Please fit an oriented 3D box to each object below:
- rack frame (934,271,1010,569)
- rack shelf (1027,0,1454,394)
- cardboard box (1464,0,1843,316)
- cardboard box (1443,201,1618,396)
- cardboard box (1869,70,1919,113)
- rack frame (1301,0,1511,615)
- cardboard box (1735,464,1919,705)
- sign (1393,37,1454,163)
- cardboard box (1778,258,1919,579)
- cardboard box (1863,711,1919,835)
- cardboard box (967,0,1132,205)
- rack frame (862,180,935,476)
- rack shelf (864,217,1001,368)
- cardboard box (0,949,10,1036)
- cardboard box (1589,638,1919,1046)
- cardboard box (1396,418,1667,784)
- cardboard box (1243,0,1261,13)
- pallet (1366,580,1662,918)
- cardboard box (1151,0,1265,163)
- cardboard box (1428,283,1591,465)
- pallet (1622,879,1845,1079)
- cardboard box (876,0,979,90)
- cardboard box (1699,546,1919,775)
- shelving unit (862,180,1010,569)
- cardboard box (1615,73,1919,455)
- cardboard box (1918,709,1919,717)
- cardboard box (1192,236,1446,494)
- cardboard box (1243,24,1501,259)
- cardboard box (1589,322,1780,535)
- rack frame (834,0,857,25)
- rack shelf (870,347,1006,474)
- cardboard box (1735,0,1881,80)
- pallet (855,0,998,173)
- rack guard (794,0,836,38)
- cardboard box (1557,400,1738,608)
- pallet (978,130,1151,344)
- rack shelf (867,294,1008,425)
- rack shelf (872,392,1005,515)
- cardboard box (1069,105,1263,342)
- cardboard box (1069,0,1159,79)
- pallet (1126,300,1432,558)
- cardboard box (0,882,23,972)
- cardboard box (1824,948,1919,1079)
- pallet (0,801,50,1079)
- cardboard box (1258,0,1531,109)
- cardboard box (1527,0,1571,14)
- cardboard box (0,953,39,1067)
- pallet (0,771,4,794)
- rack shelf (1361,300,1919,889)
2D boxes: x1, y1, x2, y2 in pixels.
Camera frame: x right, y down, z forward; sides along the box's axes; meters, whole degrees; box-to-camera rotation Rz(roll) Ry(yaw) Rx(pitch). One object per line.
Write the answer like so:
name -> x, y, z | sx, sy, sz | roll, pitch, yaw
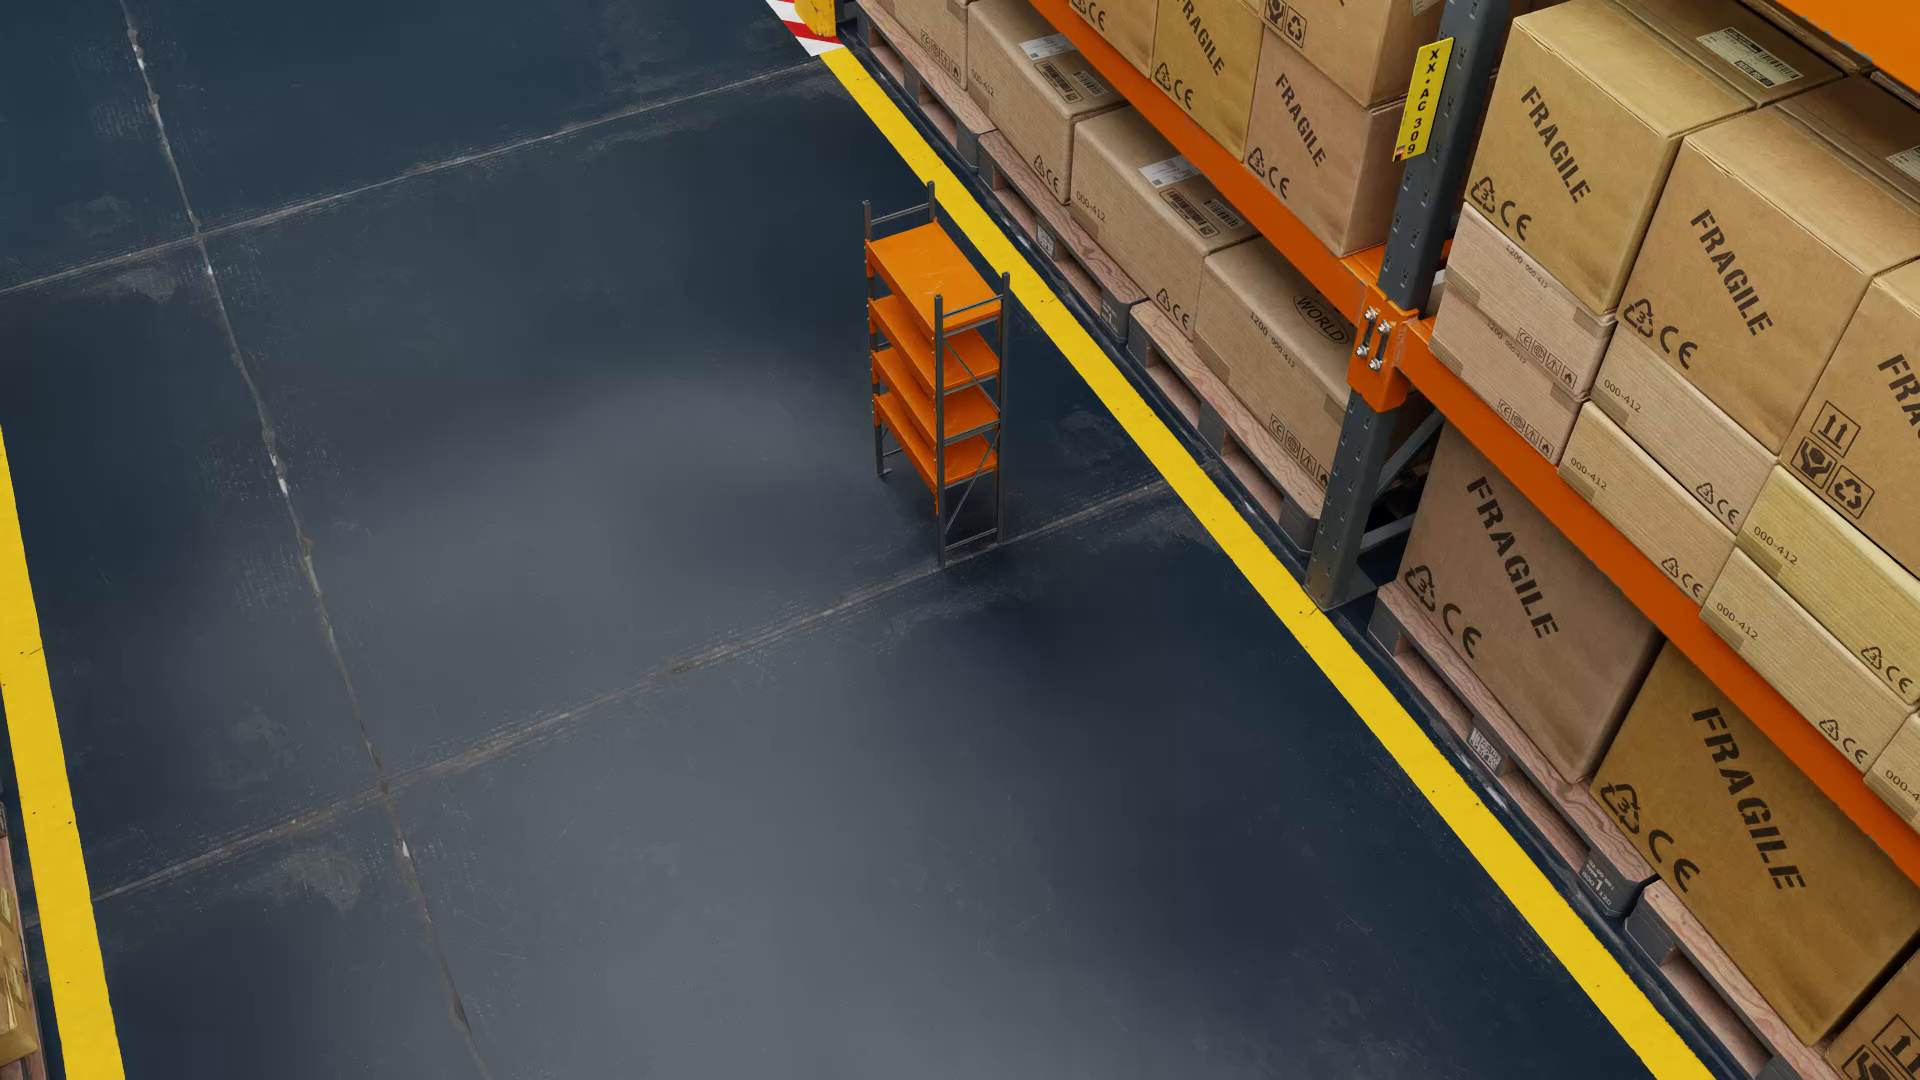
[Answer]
rack frame -> 0.036, -0.342, 5.252 | 0.240, 1.200, 0.015 | -21, 52, -18
rack shelf -> 0.709, -2.055, 6.033 | 1.077, 0.370, 4.000 | -21, 52, -18
cardboard box -> 1.570, -0.922, 3.833 | 0.500, 0.500, 0.500 | -21, 52, -17
cardboard box -> 1.574, -0.677, 4.117 | 0.500, 0.250, 0.500 | -23, 53, -19
cardboard box -> 2.295, -0.759, 3.691 | 0.500, 0.500, 0.500 | -20, 52, -17
rack frame -> 1.624, -0.954, 4.591 | 1.000, 3.000, 0.127 | -21, 52, -18
cardboard box -> 2.045, 0.009, 3.517 | 0.500, 0.250, 0.500 | -21, 52, -17
sign -> 1.131, -1.072, 4.067 | 0.100, 0.325, 0.005 | -21, 52, -18
cardboard box -> 2.054, -0.255, 3.249 | 0.500, 0.500, 0.500 | -22, 52, -18
cardboard box -> 2.270, 0.513, 3.408 | 0.500, 0.250, 0.500 | -22, 52, -18
cardboard box -> 0.611, -1.909, 6.850 | 0.875, 0.438, 0.875 | -20, 52, -17
rack frame -> -0.187, -0.669, 5.538 | 0.240, 1.200, 0.015 | -21, 52, -18
rack shelf -> -0.076, -0.764, 5.099 | 0.258, 0.148, 0.480 | -21, 52, -18
cardboard box -> -2.613, 1.169, 4.152 | 0.380, 0.149, 0.250 | -19, 51, -16
cardboard box -> 2.399, 0.597, 4.368 | 0.875, 0.875, 0.875 | -20, 52, -16
cardboard box -> 1.979, -0.005, 4.894 | 0.875, 0.875, 0.875 | -20, 52, -16
cardboard box -> 0.937, -1.879, 4.670 | 0.500, 0.500, 0.500 | -22, 52, -18
pallet -> 2.044, 0.455, 5.212 | 1.003, 0.211, 1.213 | -21, 52, -18
cardboard box -> 0.944, -1.551, 5.048 | 0.500, 0.500, 0.500 | -22, 52, -18
cardboard box -> 1.590, -0.519, 4.311 | 0.500, 0.250, 0.500 | -22, 52, -18
pallet -> 2.606, 1.273, 4.497 | 1.003, 0.211, 1.213 | -21, 52, -18
cardboard box -> 0.184, -2.518, 7.383 | 0.875, 0.438, 0.875 | -23, 53, -19
cardboard box -> 2.049, 0.176, 3.703 | 0.500, 0.250, 0.500 | -22, 52, -18
shelving unit -> -0.076, -0.506, 5.395 | 0.258, 1.200, 0.503 | -21, 52, -18
cardboard box -> 1.827, -0.591, 3.544 | 0.500, 0.500, 0.500 | -21, 52, -18
cardboard box -> 2.278, 0.347, 3.221 | 0.500, 0.250, 0.500 | -23, 53, -19
cardboard box -> 1.432, -0.705, 5.797 | 0.875, 0.438, 0.875 | -22, 52, -18
cardboard box -> 1.184, -1.209, 4.748 | 0.500, 0.500, 0.500 | -21, 52, -17
cardboard box -> 1.838, -0.338, 3.820 | 0.500, 0.250, 0.500 | -20, 52, -17
rack frame -> -0.207, -3.631, 6.933 | 1.000, 3.000, 0.127 | -21, 52, -18
rack shelf -> -0.076, -0.462, 5.446 | 0.258, 0.148, 0.480 | -21, 52, -18
cardboard box -> 2.052, -1.103, 3.991 | 0.500, 0.500, 0.500 | -20, 52, -16
pallet -> 0.229, -2.204, 7.538 | 1.003, 0.211, 1.213 | -21, 52, -18
rack guard -> -0.218, -2.824, 7.888 | 1.175, 0.500, 0.348 | -21, 52, -18
cardboard box -> 1.829, -0.173, 4.008 | 0.500, 0.250, 0.500 | -22, 52, -18
pallet -> 0.783, -1.389, 6.825 | 1.003, 0.211, 1.213 | -21, 52, -18
rack shelf -> -0.076, -0.609, 5.278 | 0.258, 0.148, 0.480 | -21, 52, -18
rack shelf -> -0.076, -0.331, 5.595 | 0.258, 0.148, 0.480 | -21, 52, -18
cardboard box -> 1.022, -1.304, 6.321 | 0.875, 0.438, 0.875 | -23, 53, -19
cardboard box -> 0.701, -1.883, 5.337 | 0.500, 0.500, 0.500 | -22, 52, -18
pallet -> 1.345, -0.571, 6.110 | 1.003, 0.211, 1.213 | -21, 52, -18
cardboard box -> -2.734, 1.087, 4.422 | 0.380, 0.149, 0.250 | -20, 52, -16
cardboard box -> 2.808, 1.196, 3.844 | 0.875, 0.875, 0.875 | -21, 52, -17
pallet -> -3.070, 1.300, 4.473 | 1.003, 0.211, 1.213 | -21, 52, -18
cardboard box -> 1.162, -1.536, 4.370 | 0.500, 0.500, 0.500 | -22, 52, -18
cardboard box -> 1.621, -1.718, 4.529 | 0.500, 0.500, 0.500 | -21, 52, -17
cardboard box -> -2.612, 1.265, 4.266 | 0.380, 0.149, 0.250 | -23, 53, -19
pallet -> -3.632, 0.482, 5.188 | 1.003, 0.211, 1.213 | -21, 52, -18
rack shelf -> 2.539, 0.622, 3.691 | 1.077, 0.370, 4.000 | -21, 52, -18
